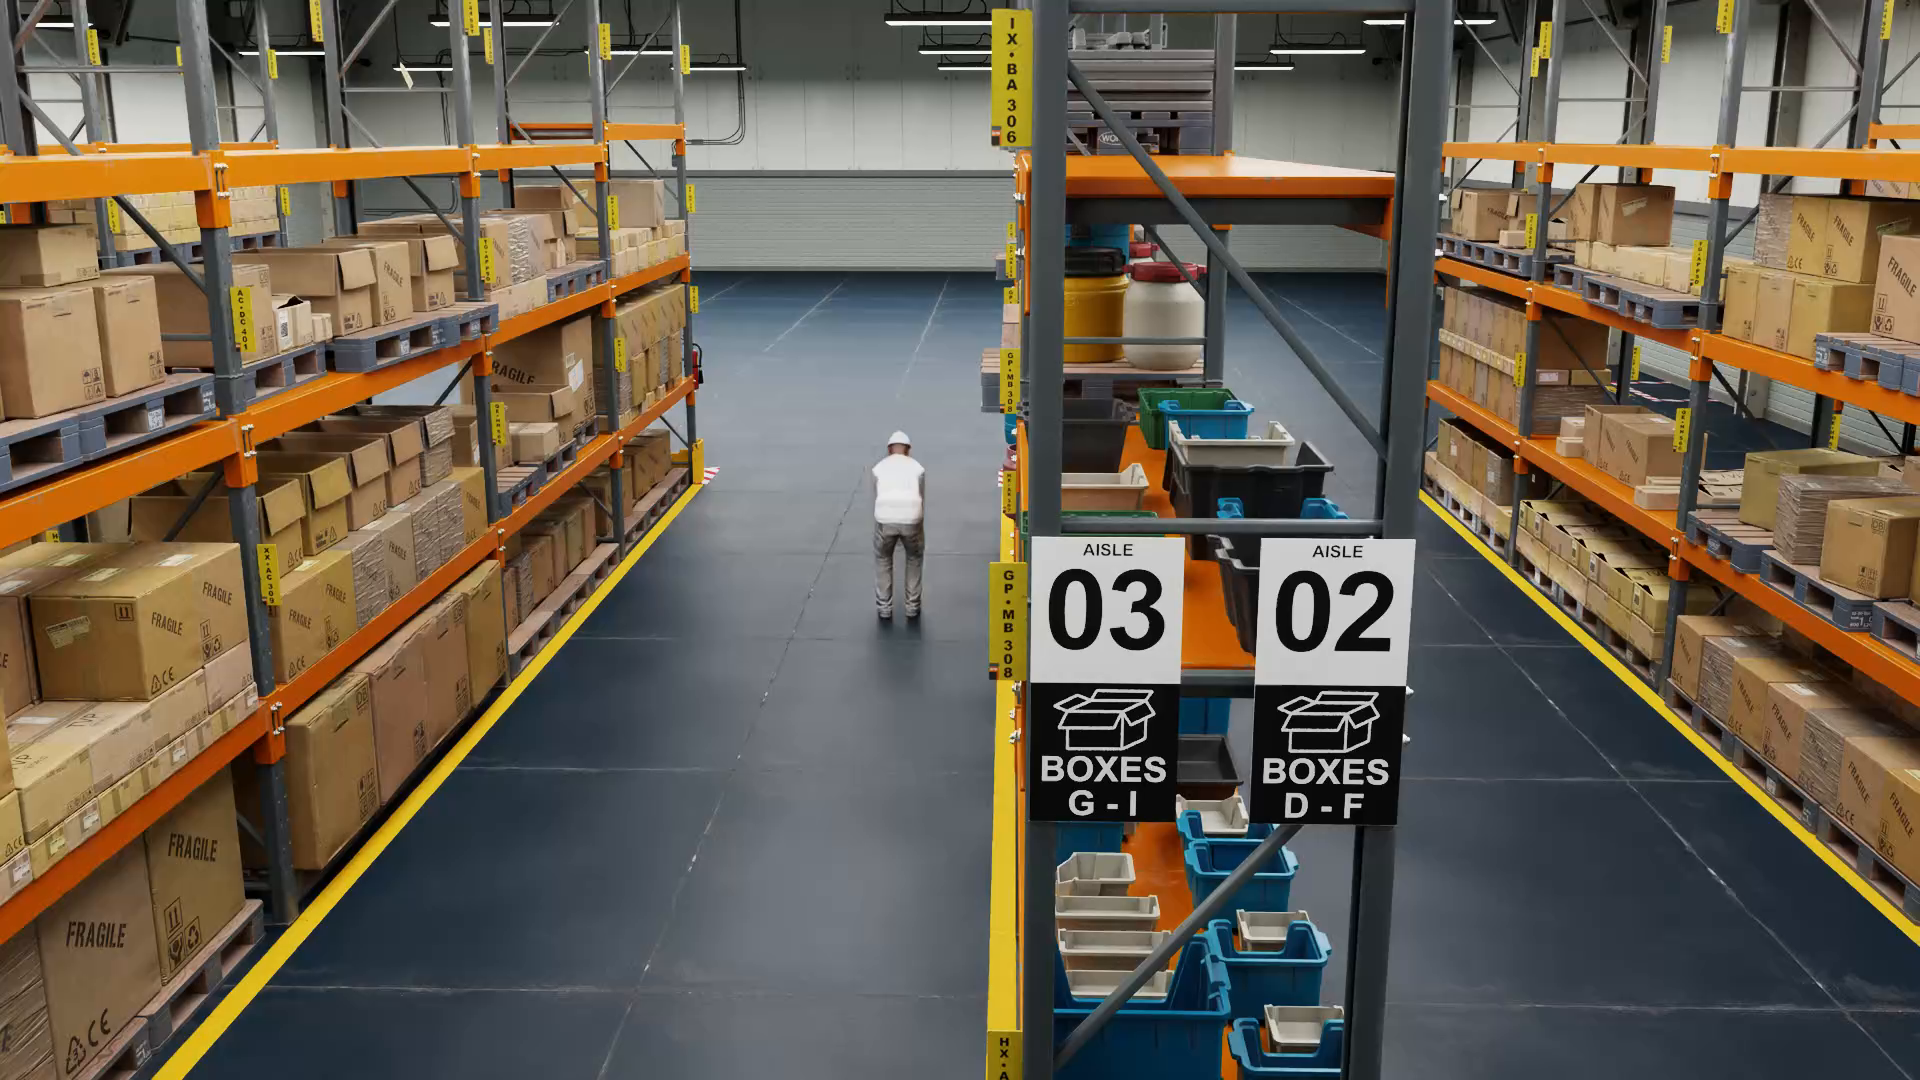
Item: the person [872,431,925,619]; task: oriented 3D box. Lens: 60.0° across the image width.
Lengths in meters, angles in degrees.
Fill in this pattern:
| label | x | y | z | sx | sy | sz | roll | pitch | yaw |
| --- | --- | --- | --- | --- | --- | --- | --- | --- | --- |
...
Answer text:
| label | x | y | z | sx | sy | sz | roll | pitch | yaw |
| --- | --- | --- | --- | --- | --- | --- | --- | --- | --- |
| person | -0.549 | -0.144 | 14.913 | 0.471 | 1.605 | 0.774 | 0 | 14 | 0 |
